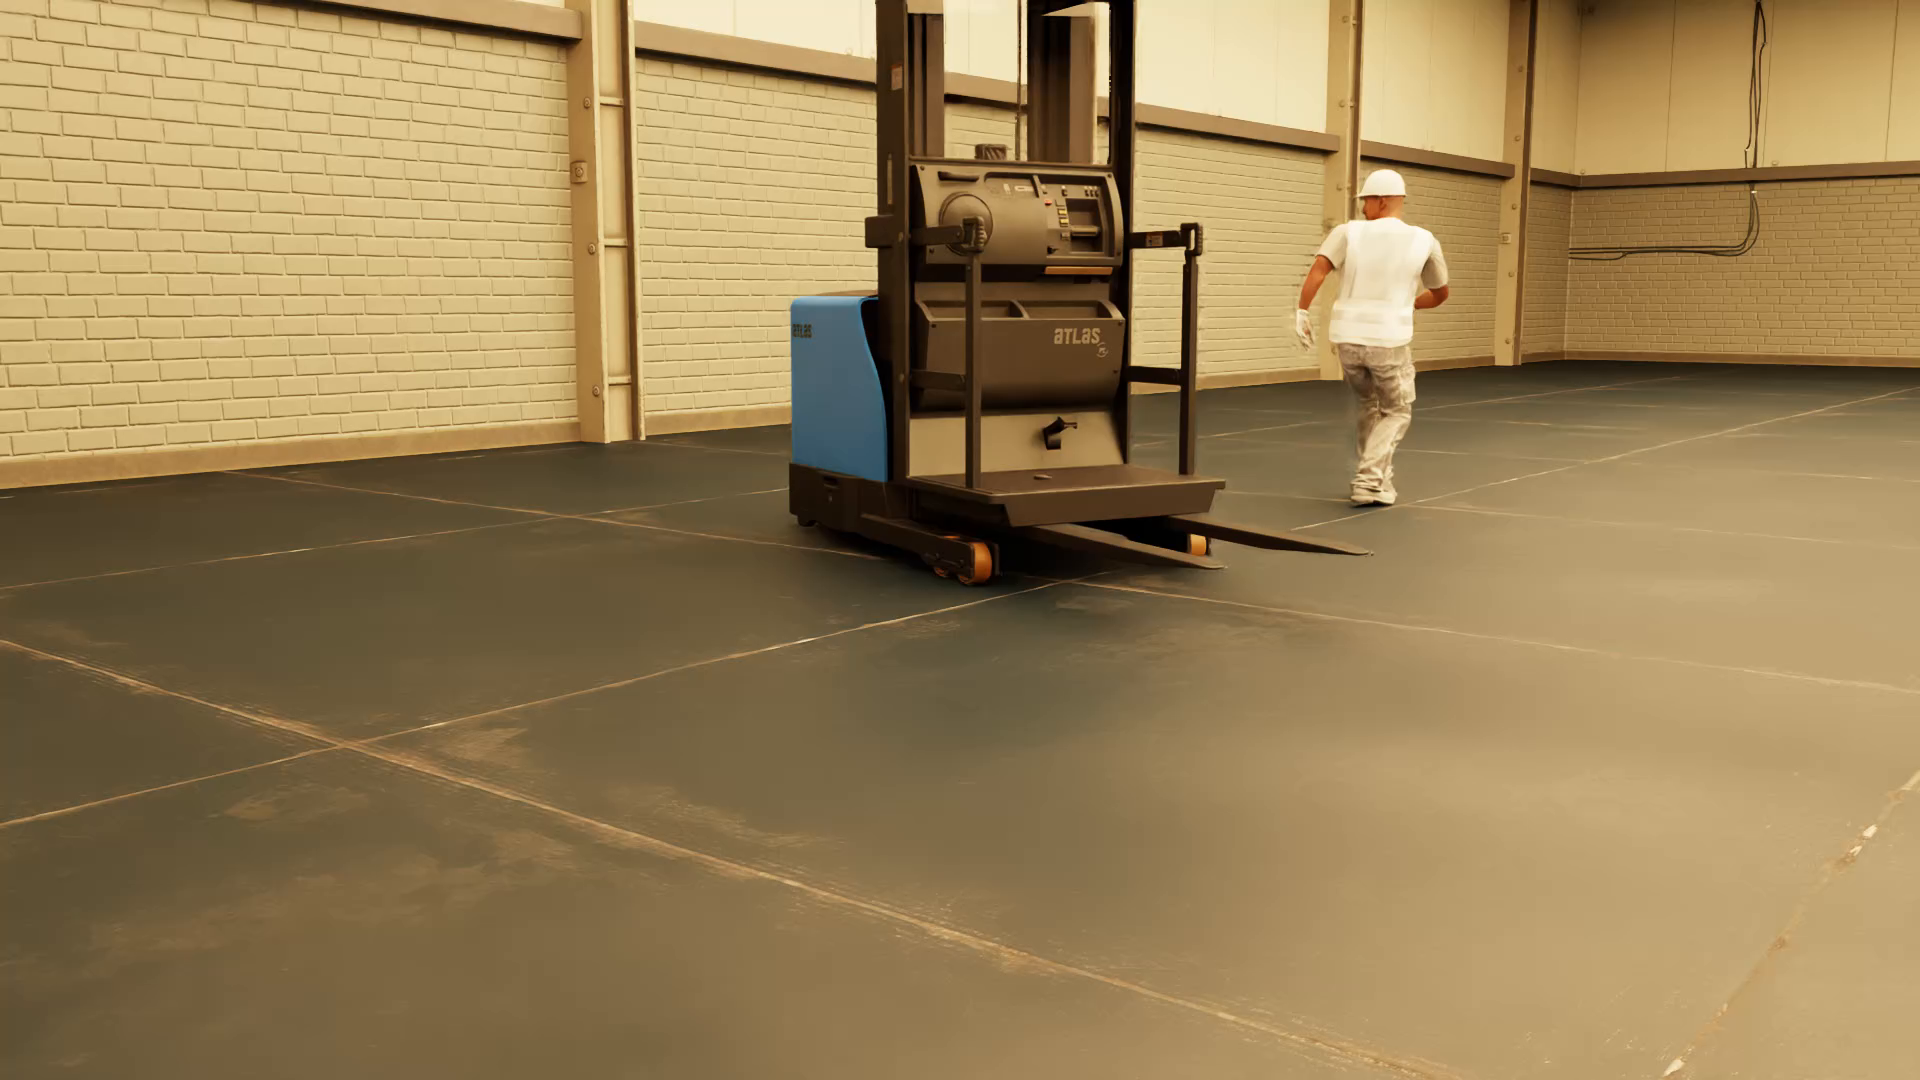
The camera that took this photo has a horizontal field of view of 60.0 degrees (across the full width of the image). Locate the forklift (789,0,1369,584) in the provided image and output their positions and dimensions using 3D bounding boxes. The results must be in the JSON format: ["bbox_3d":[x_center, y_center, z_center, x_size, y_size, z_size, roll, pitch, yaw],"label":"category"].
[{"bbox_3d":[0.354,-1.357,6.555,1.130,2.935,3.031,-5,9,-28],"label":"forklift"}]

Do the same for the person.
[{"bbox_3d":[2.167,-1.017,8.628,0.620,1.775,0.869,6,10,34],"label":"person"}]
